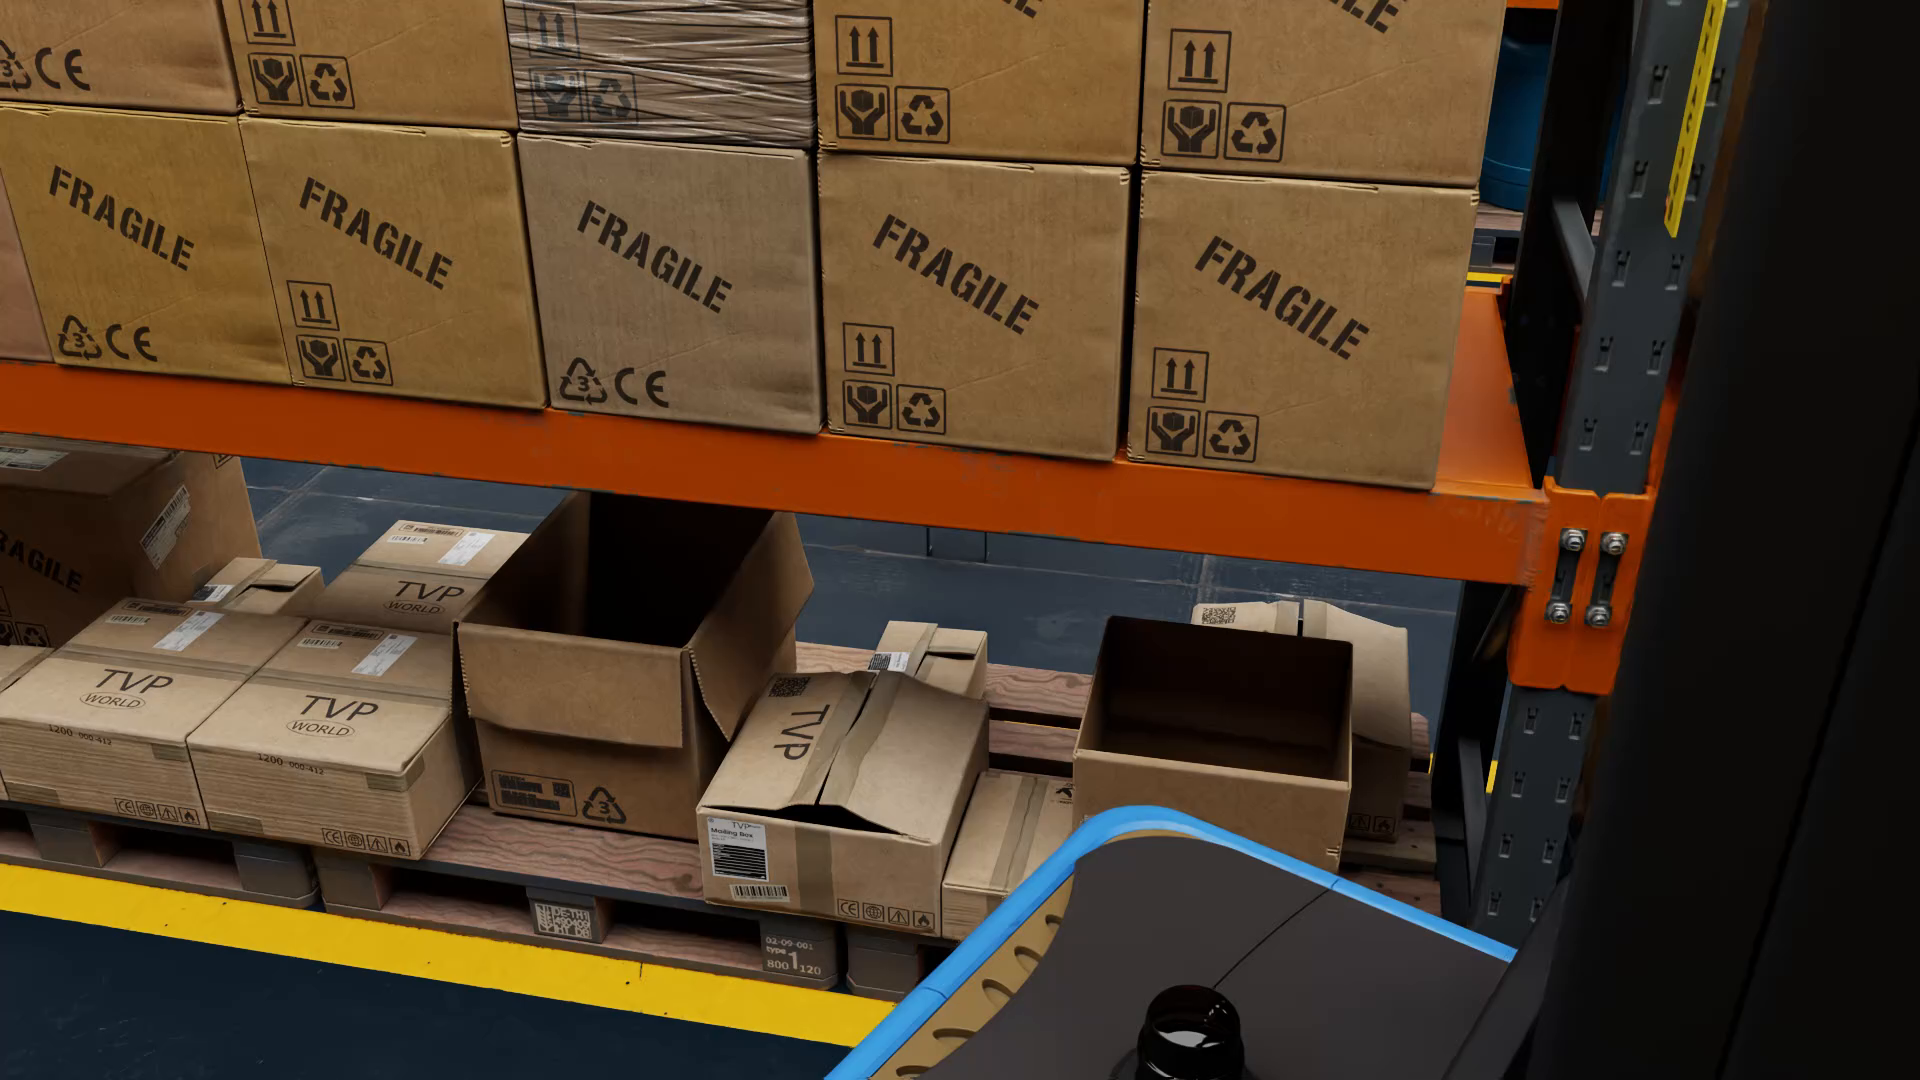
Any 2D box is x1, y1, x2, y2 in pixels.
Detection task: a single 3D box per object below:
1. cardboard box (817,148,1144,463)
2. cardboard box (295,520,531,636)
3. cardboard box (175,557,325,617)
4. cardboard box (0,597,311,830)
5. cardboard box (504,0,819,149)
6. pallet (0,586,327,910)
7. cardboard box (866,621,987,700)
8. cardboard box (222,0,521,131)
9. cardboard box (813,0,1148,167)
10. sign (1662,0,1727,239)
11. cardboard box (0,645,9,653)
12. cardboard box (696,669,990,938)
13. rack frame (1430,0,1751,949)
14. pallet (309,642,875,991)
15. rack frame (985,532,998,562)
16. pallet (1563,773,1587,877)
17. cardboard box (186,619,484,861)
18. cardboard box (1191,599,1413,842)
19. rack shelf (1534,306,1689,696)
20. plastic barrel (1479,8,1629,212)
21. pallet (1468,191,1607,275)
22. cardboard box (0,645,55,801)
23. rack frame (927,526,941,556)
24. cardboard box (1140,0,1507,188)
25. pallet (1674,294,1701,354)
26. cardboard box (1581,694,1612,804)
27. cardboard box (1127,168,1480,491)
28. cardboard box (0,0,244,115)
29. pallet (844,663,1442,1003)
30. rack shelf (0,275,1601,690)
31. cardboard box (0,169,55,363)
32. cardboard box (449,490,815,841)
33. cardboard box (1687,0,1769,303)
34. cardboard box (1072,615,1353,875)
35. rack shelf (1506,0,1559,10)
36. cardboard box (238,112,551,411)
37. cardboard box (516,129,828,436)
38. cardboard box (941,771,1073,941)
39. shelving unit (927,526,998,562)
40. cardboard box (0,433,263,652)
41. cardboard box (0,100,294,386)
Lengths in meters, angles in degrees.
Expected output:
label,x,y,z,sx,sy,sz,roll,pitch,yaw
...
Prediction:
label,x,y,z,sx,sy,sz,roll,pitch,yaw
cardboard box,0.072,-0.489,2.916,0.500,0.500,0.500,7,29,12
cardboard box,-1.287,0.196,4.174,0.500,0.250,0.500,6,29,11
cardboard box,-1.832,0.206,4.243,0.250,0.166,0.380,6,29,11
cardboard box,-1.831,0.385,3.828,0.500,0.250,0.500,6,29,11
cardboard box,-0.424,-0.977,2.765,0.500,0.500,0.500,6,29,11
pallet,-1.938,0.445,4.218,1.213,0.211,1.003,6,29,11
cardboard box,-0.094,0.359,3.962,0.250,0.166,0.380,6,29,11
cardboard box,-0.916,-1.028,2.859,0.500,0.500,0.500,6,29,10
cardboard box,0.069,-0.926,2.673,0.500,0.500,0.500,5,29,10
sign,1.013,-0.589,2.300,0.005,0.325,0.100,6,29,11
cardboard box,-2.455,0.395,3.915,0.250,0.149,0.380,6,29,11
cardboard box,-0.231,0.523,3.514,0.500,0.311,0.500,6,29,11
rack frame,1.119,-0.465,2.975,0.127,3.000,1.000,6,29,11
pallet,-0.749,0.568,3.993,1.213,0.211,1.003,6,29,11
rack frame,0.104,-0.516,4.942,0.006,1.200,0.240,6,29,11
pallet,1.923,0.822,3.528,1.213,0.211,1.003,6,29,11
cardboard box,-1.342,0.435,3.736,0.500,0.250,0.500,6,29,11
cardboard box,0.754,0.378,3.778,0.500,0.311,0.500,6,29,11
rack shelf,3.075,0.051,2.781,4.000,0.370,1.077,6,29,11
plastic barrel,2.686,-1.992,7.512,0.708,0.901,0.600,6,29,11
pallet,2.903,-1.470,7.716,1.213,0.211,1.003,6,29,11
cardboard box,-2.210,0.413,3.865,0.250,0.166,0.380,6,29,11
rack frame,-0.075,-0.534,4.976,0.006,1.200,0.240,6,29,11
cardboard box,0.571,-0.876,2.582,0.500,0.500,0.500,6,29,11
pallet,1.878,-0.249,2.781,1.213,0.211,1.003,6,29,11
cardboard box,1.662,0.354,3.625,0.500,0.500,0.500,6,29,10
cardboard box,0.577,-0.438,2.823,0.500,0.500,0.500,6,29,11
cardboard box,-1.413,-1.078,2.951,0.500,0.500,0.500,6,29,11
pallet,0.448,0.689,3.771,1.213,0.211,1.003,6,29,11
rack shelf,-0.837,-0.350,3.514,4.000,0.370,1.077,6,29,11
cardboard box,-1.908,-0.692,3.286,0.500,0.500,0.500,6,29,10
cardboard box,-0.719,0.251,3.809,0.637,0.503,0.797,6,29,11
cardboard box,1.536,-0.540,2.572,0.500,0.500,0.700,-4,29,-7
cardboard box,0.503,0.515,3.331,0.500,0.500,0.500,6,29,11
rack shelf,4.113,-2.274,7.030,4.000,0.370,1.077,6,29,11
cardboard box,-0.929,-0.589,3.099,0.500,0.500,0.500,6,29,11
cardboard box,-0.430,-0.540,3.008,0.500,0.500,0.500,7,29,12
cardboard box,0.124,0.660,3.432,0.250,0.149,0.380,6,29,11
shelving unit,0.014,-0.525,4.959,0.189,1.200,0.258,6,29,11
cardboard box,-2.209,-0.023,4.314,0.500,0.500,0.500,6,29,11
cardboard box,-1.418,-0.640,3.192,0.500,0.500,0.500,6,29,10
